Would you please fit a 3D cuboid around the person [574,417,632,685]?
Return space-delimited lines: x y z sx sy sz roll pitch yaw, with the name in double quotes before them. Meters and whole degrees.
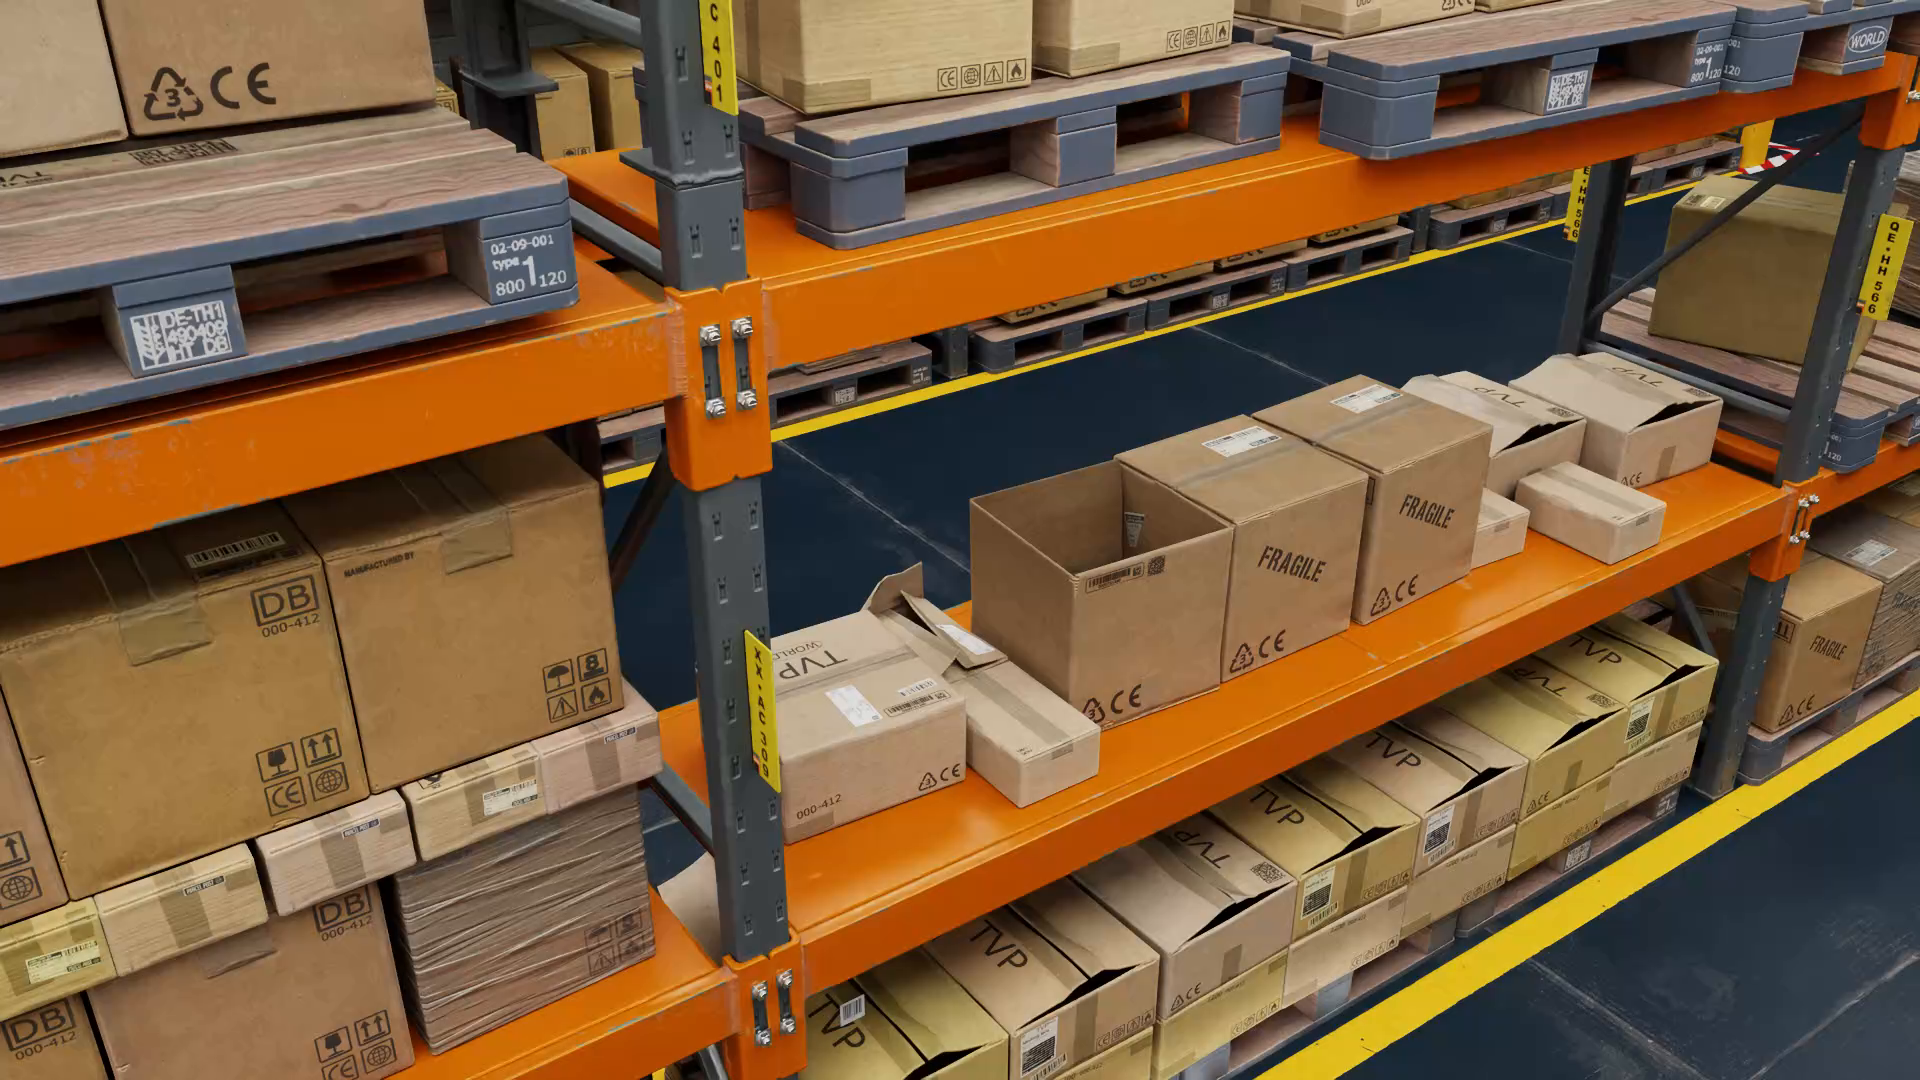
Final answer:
"person" -1.660 -0.085 6.297 0.616 1.793 0.623 -22 35 -34
